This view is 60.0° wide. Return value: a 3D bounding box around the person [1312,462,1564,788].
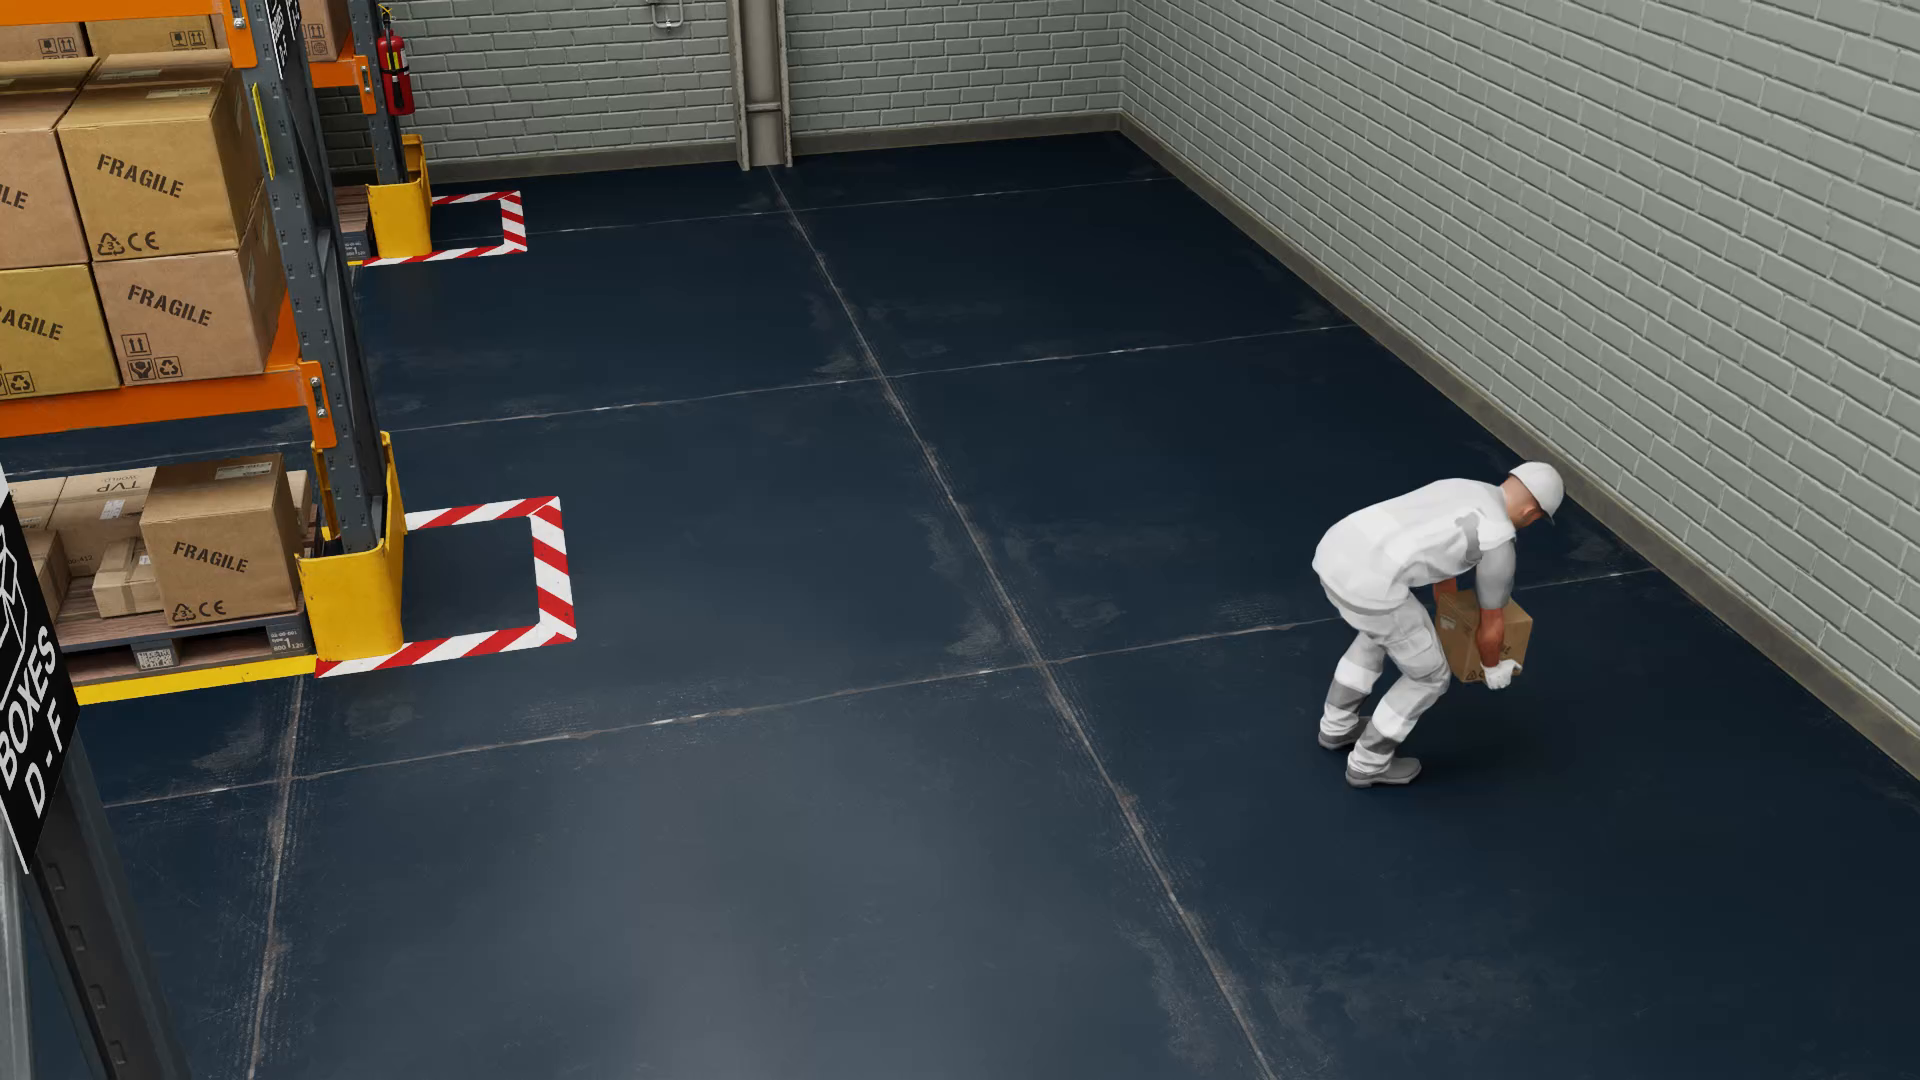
[{"bbox_3d":[1.752,0.299,6.190,0.943,1.182,0.517,-9,31,-15],"label":"person"}]
